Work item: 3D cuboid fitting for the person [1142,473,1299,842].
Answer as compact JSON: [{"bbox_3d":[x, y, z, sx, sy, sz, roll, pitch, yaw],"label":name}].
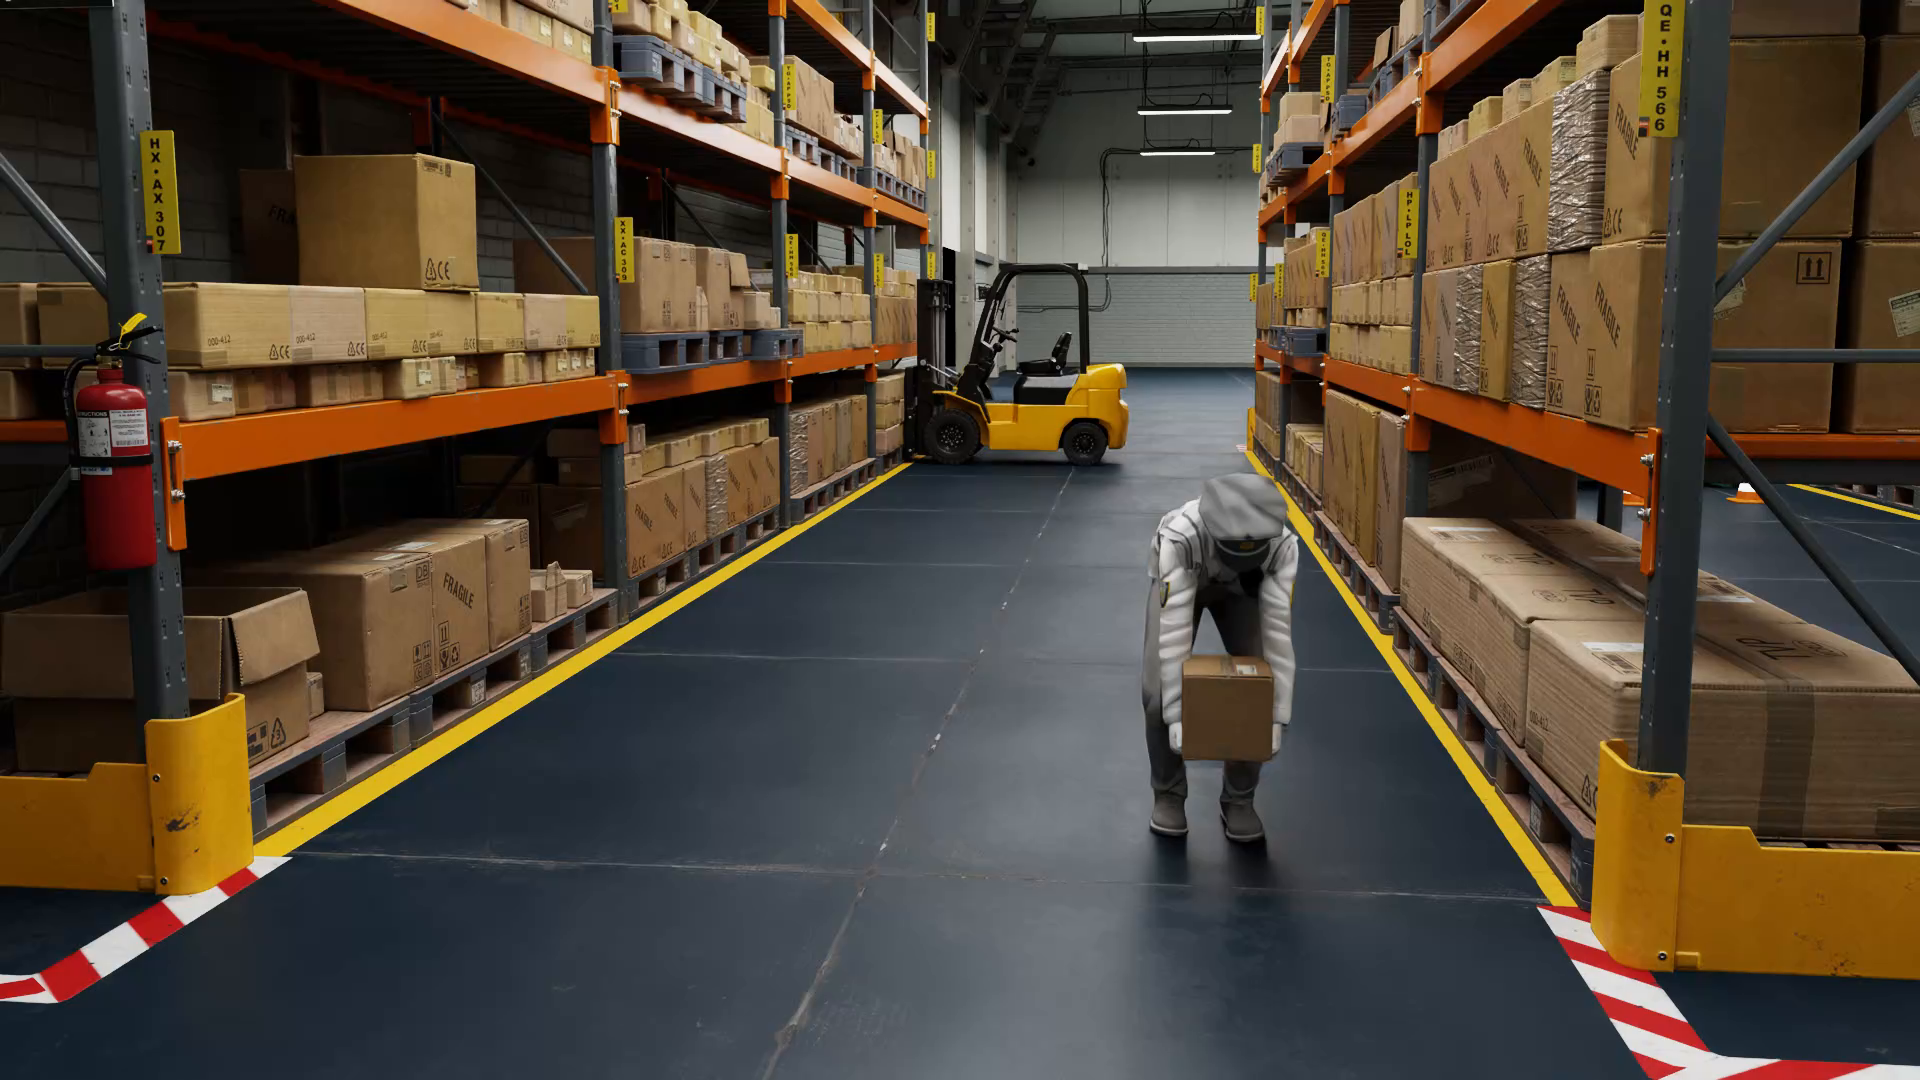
[{"bbox_3d":[0.778,0.356,5.017,0.436,1.171,0.911,0,8,2],"label":"person"}]
